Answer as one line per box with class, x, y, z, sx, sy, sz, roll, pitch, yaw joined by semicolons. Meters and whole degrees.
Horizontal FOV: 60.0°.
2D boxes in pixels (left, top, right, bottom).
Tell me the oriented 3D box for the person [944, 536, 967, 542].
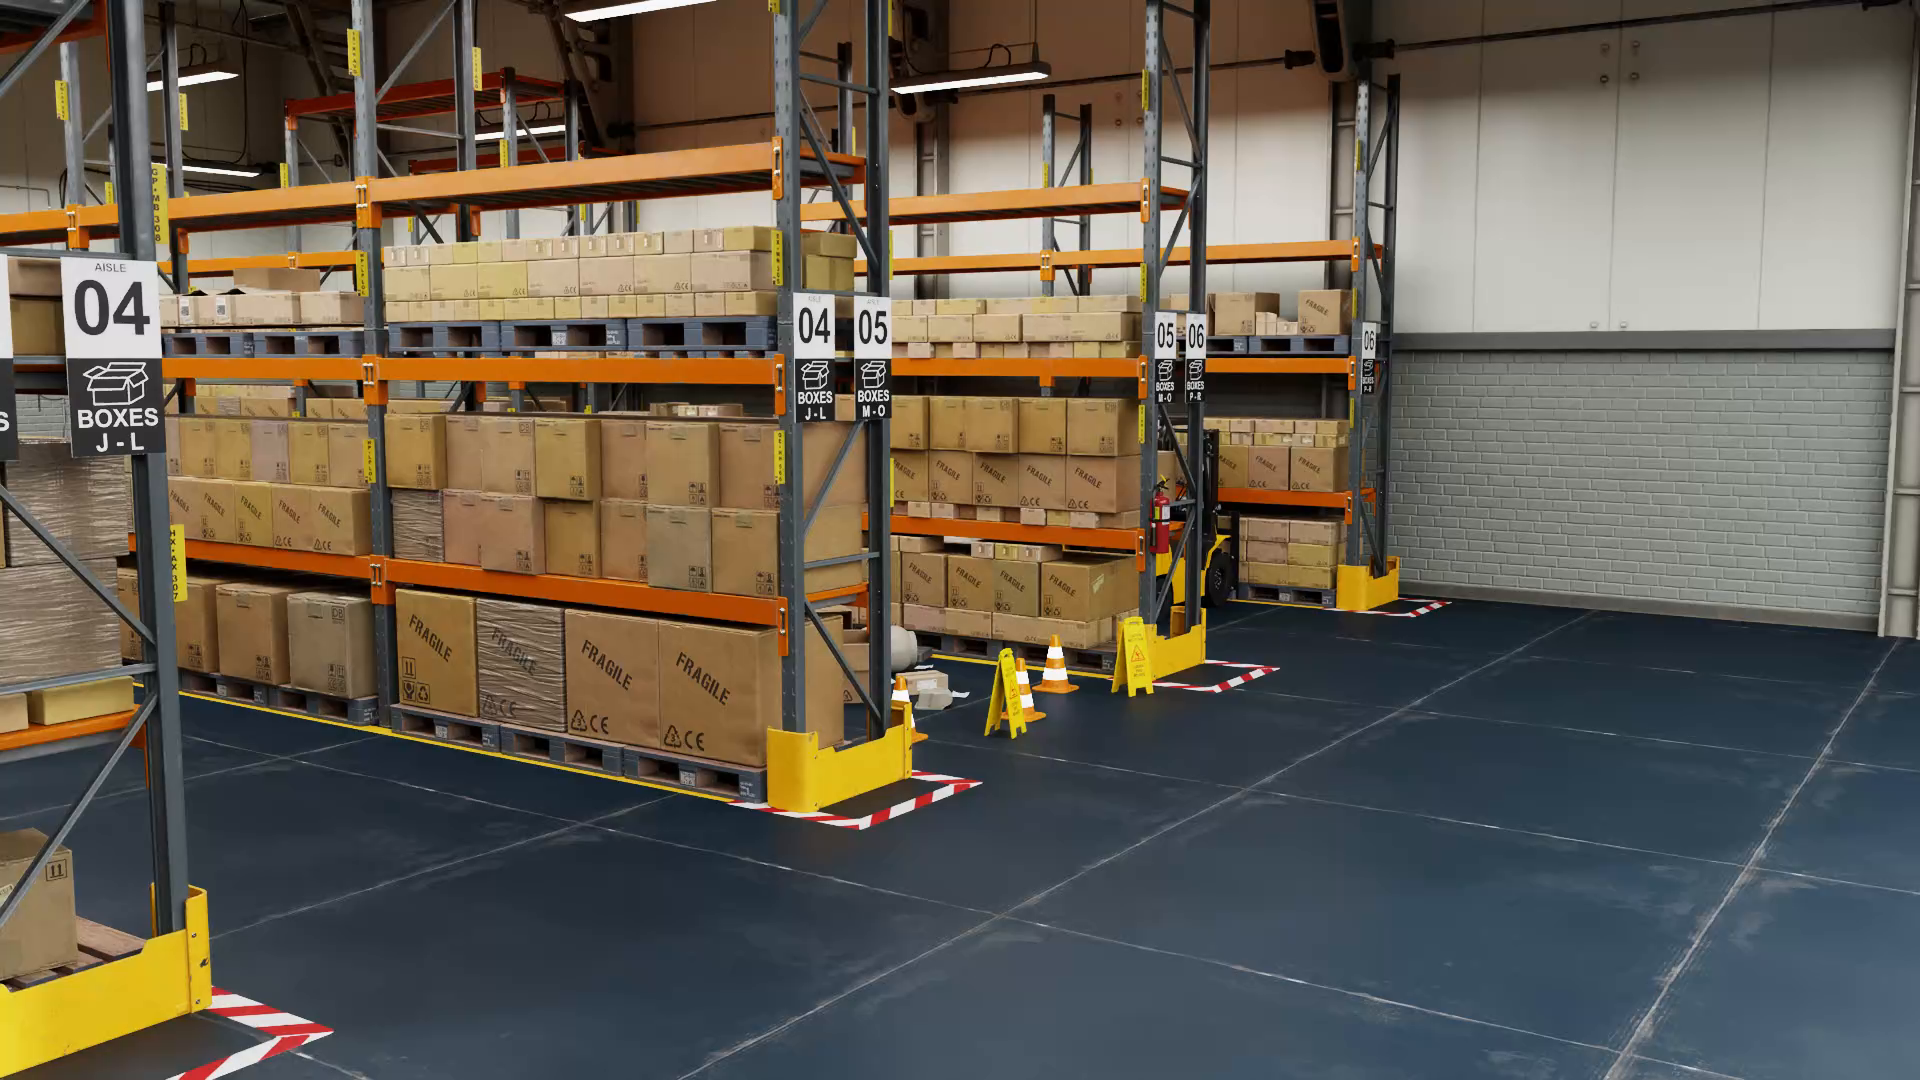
person;-0.094;-0.140;18.910;0.488;1.778;0.583;4;8;35
